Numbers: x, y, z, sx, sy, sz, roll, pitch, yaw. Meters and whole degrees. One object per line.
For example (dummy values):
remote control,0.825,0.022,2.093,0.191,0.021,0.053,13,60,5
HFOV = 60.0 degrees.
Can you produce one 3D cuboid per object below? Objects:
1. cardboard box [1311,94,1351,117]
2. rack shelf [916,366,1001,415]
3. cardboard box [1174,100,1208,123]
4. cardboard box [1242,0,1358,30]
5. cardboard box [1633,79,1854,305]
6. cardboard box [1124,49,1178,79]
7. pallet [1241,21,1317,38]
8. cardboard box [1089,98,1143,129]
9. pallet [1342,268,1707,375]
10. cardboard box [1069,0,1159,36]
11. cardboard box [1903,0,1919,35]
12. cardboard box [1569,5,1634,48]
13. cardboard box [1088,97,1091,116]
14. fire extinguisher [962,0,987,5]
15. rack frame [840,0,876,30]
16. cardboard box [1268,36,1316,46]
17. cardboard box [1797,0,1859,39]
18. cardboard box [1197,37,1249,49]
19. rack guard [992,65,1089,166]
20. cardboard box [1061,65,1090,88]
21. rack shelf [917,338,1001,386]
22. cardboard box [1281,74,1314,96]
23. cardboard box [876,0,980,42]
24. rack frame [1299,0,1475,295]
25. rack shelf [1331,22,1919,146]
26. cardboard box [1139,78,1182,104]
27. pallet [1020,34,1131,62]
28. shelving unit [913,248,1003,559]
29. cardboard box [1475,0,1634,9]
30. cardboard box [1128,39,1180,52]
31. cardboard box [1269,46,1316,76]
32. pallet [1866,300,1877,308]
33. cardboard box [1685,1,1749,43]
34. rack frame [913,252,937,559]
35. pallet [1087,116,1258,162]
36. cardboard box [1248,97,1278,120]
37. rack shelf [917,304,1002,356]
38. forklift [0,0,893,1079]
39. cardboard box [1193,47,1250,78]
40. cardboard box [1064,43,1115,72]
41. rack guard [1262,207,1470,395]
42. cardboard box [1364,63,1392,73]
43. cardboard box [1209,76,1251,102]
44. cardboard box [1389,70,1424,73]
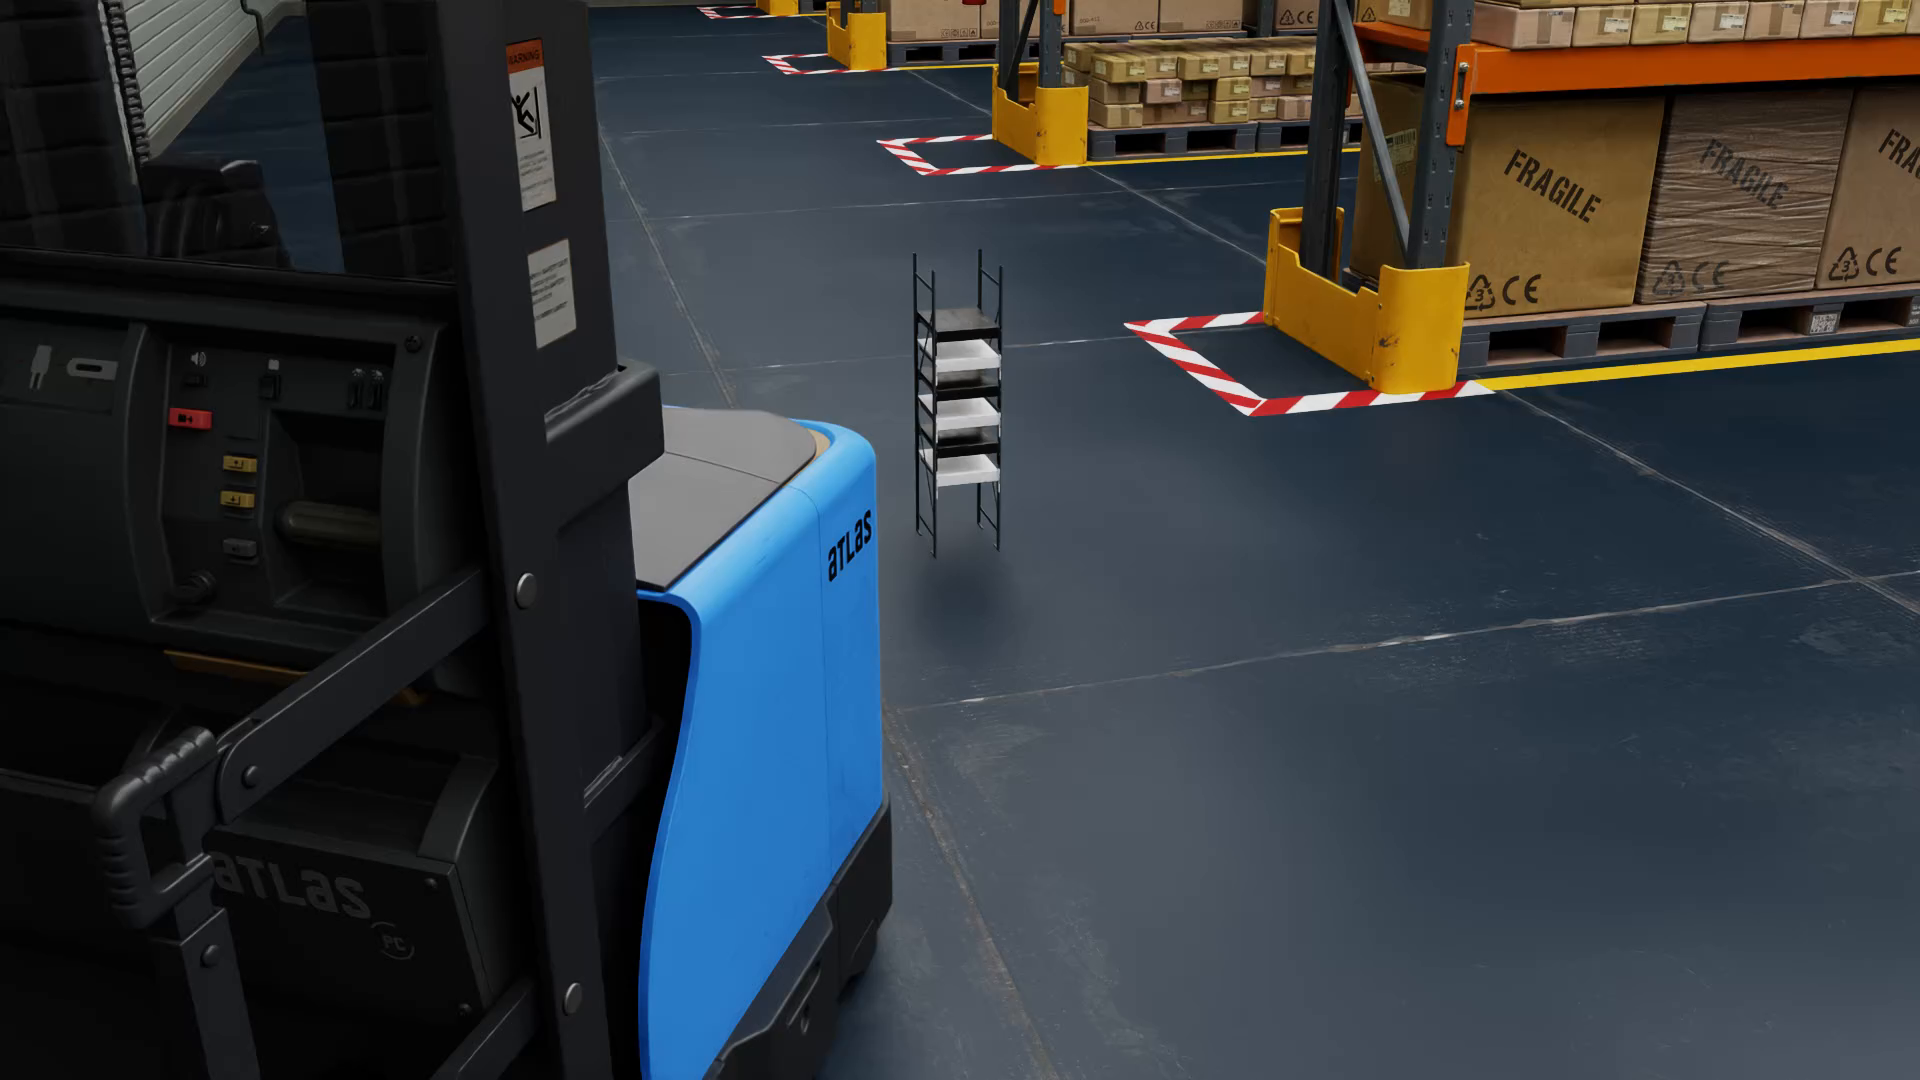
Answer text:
cardboard box,2.543,-3.072,11.688,0.250,0.149,0.380,-6,24,-14
rack shelf,-0.008,-0.465,5.048,0.200,0.077,0.258,-6,24,-14
cardboard box,1.525,-2.990,11.497,0.250,0.149,0.380,-6,24,-14
cardboard box,3.459,-5.692,16.874,0.875,0.875,0.875,-6,24,-13
cardboard box,3.180,-1.603,7.344,0.875,0.875,0.875,-6,24,-14
cardboard box,1.296,-3.243,11.332,0.250,0.149,0.380,-6,24,-13
pallet,3.606,-5.209,17.122,1.213,0.211,1.003,-6,24,-14
cardboard box,1.057,-2.902,11.292,0.250,0.149,0.380,-6,24,-13
pallet,2.458,-1.024,7.370,1.213,0.211,1.003,-6,24,-14
cardboard box,1.388,-5.273,16.452,0.875,0.438,0.875,-7,24,-16
cardboard box,3.873,-2.181,6.847,0.250,0.149,0.380,-6,24,-14
cardboard box,2.387,-2.016,6.463,0.250,0.149,0.380,-7,24,-15
cardboard box,0.917,-3.103,11.760,0.250,0.149,0.380,-6,24,-13
fire extinguisher,0.099,-4.026,11.400,0.183,0.674,0.296,-6,24,-14
rack frame,-0.968,-5.953,15.321,0.127,3.000,1.000,-6,24,-14
cardboard box,2.419,-3.552,12.053,0.250,0.149,0.380,-6,24,-14
cardboard box,3.377,-2.126,6.719,0.250,0.149,0.380,-7,24,-15
cardboard box,1.890,-3.528,11.996,0.250,0.149,0.380,-5,24,-12
rack guard,0.540,-2.944,11.478,0.348,0.500,1.175,-6,24,-14
cardboard box,0.898,-3.269,11.770,0.250,0.149,0.380,-7,24,-16
rack shelf,-0.008,-0.547,5.013,0.200,0.077,0.258,-6,24,-14
cardboard box,2.287,-3.225,11.668,0.250,0.149,0.380,-5,24,-12
cardboard box,-0.360,-5.077,15.995,0.875,0.438,0.875,-7,24,-16
rack frame,1.709,-2.191,6.552,0.127,3.000,1.000,-6,24,-14
rack shelf,3.635,-2.073,7.190,4.000,0.370,1.077,-6,24,-14
cardboard box,1.319,-3.070,11.307,0.250,0.149,0.380,-6,24,-15
pallet,0.953,-4.915,16.438,1.213,0.211,1.003,-6,24,-14
shelving unit,-0.008,-0.413,5.071,0.210,0.900,0.258,-6,24,-14
cardboard box,2.244,-2.207,6.403,0.500,0.250,0.500,-7,24,-16
cardboard box,1.380,-3.474,11.872,0.250,0.149,0.380,-7,24,-16
cardboard box,2.324,-3.316,11.501,0.250,0.149,0.380,-6,24,-14
pallet,4.807,-1.284,7.975,1.213,0.211,1.003,-6,24,-14
cardboard box,2.884,-2.072,6.592,0.250,0.149,0.380,-7,24,-15
rack frame,-0.106,-0.402,5.045,0.006,0.900,0.240,-6,24,-14
pallet,1.331,-2.885,11.705,1.213,0.211,1.003,-6,24,-14
cardboard box,2.020,-3.039,11.611,0.250,0.149,0.380,-6,24,-14
rack shelf,-0.008,-0.630,4.977,0.200,0.077,0.258,-6,24,-14
forklift,-1.061,-0.071,1.698,1.130,2.935,3.031,7,24,16
cardboard box,1.789,-3.279,11.416,0.250,0.149,0.380,-8,24,-17
cardboard box,0.908,-3.394,11.683,0.250,0.149,0.380,-6,24,-14
rack guard,1.686,-1.040,7.039,0.348,0.500,1.175,-6,24,-14
cardboard box,2.810,-3.364,11.613,0.250,0.149,0.380,-7,24,-16
cardboard box,1.807,-3.116,11.414,0.250,0.149,0.380,-6,24,-13
cardboard box,3.082,-3.283,11.804,0.250,0.149,0.380,-6,24,-13
